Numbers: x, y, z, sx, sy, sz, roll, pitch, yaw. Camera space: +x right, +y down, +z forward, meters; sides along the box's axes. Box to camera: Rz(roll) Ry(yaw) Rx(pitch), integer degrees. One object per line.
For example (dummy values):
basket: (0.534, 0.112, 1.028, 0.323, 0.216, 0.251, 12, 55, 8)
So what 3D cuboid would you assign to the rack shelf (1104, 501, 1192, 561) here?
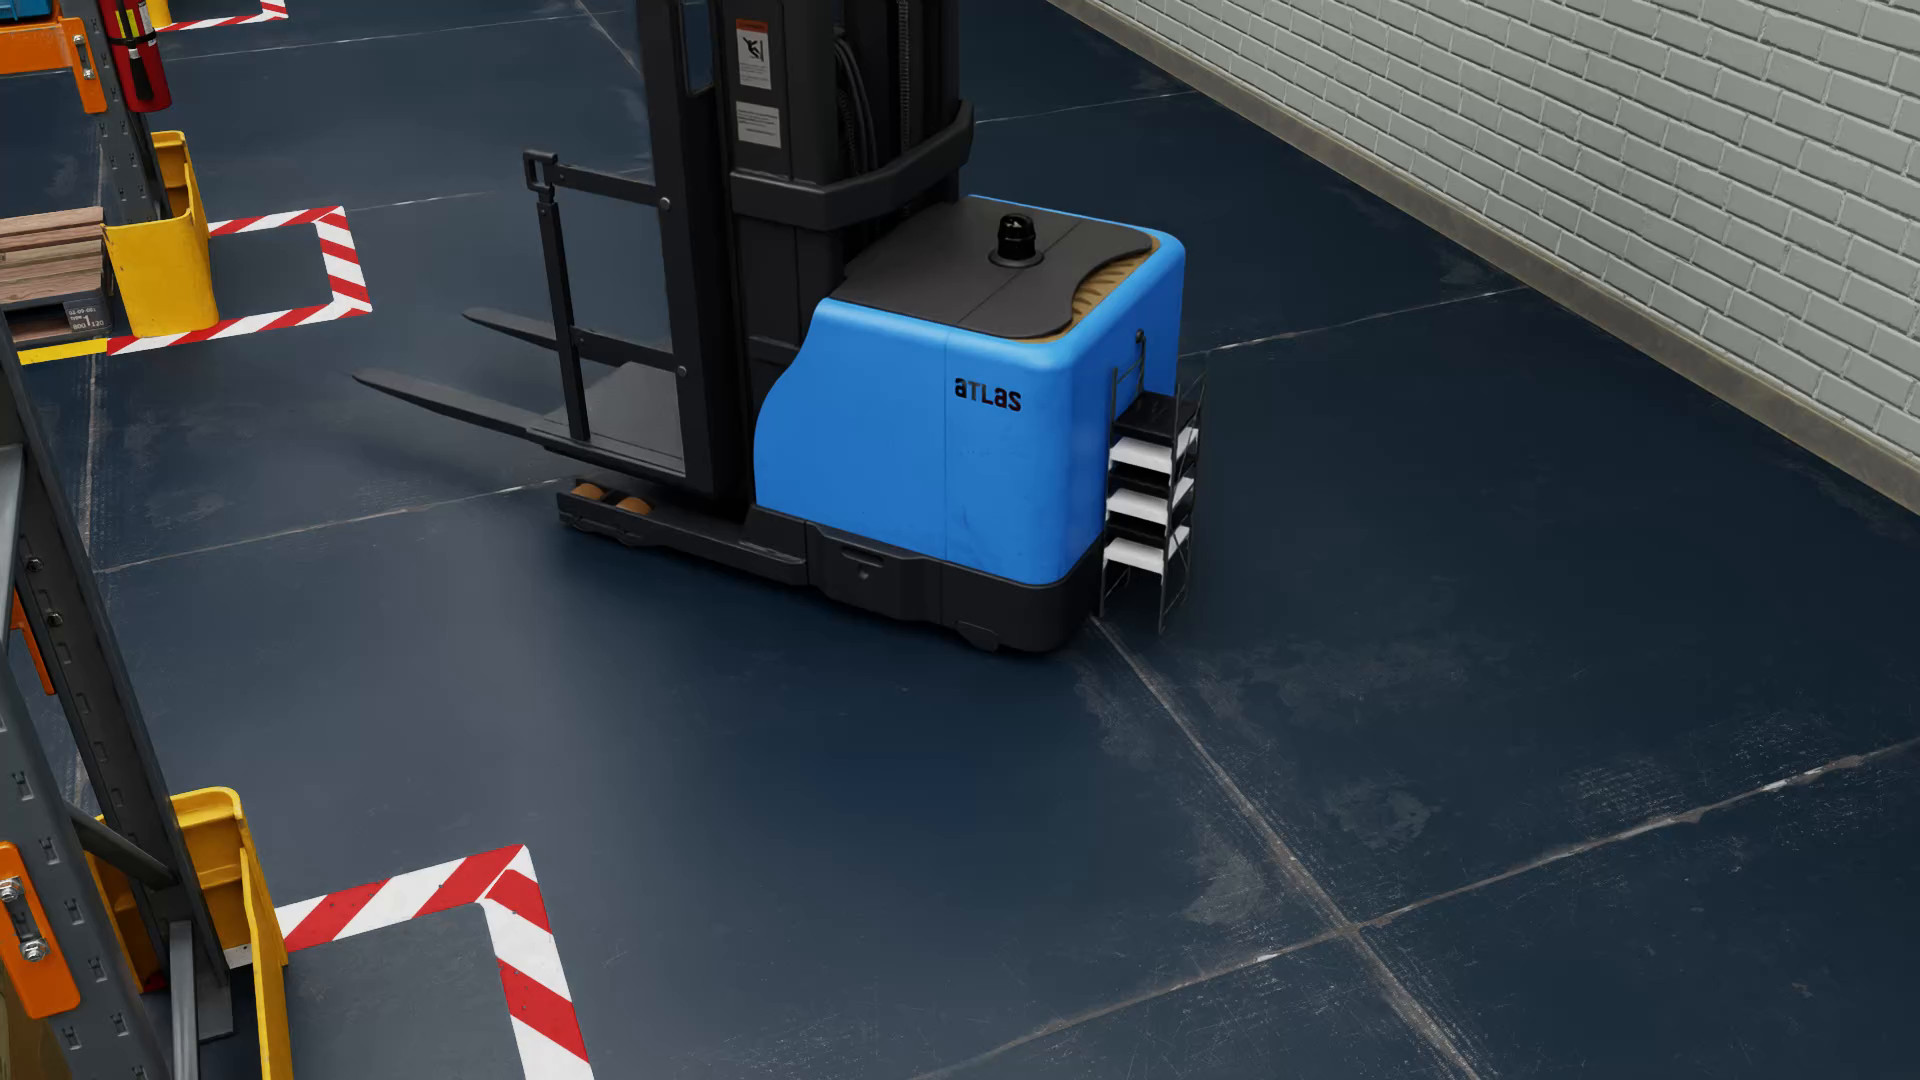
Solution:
rack shelf: (0.597, -0.052, 5.231, 0.200, 0.077, 0.258, 16, 36, 23)

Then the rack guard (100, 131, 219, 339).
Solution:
rack guard: (-3.572, -1.385, 7.420, 0.348, 0.500, 1.175, -13, 35, -19)

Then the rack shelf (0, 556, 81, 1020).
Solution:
rack shelf: (-3.516, 0.794, 2.440, 4.000, 0.370, 1.077, -13, 35, -19)

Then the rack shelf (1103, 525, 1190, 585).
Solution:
rack shelf: (0.597, 0.023, 5.280, 0.200, 0.077, 0.258, 16, 36, 23)

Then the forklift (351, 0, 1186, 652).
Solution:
forklift: (-0.816, -1.443, 5.280, 3.031, 2.935, 1.130, 16, 36, 23)

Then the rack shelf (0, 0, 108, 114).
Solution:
rack shelf: (-5.434, -1.697, 6.267, 4.000, 0.370, 1.077, -13, 35, -19)

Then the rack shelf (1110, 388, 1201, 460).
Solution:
rack shelf: (0.597, -0.354, 5.035, 0.200, 0.077, 0.258, 16, 36, 23)

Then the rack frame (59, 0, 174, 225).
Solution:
rack frame: (-3.589, -2.421, 6.720, 0.127, 3.000, 1.000, -13, 35, -19)

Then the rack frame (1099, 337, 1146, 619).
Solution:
rack frame: (0.507, -0.181, 5.204, 0.006, 0.900, 0.240, 16, 36, 23)

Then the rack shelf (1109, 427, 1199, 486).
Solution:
rack shelf: (0.597, -0.279, 5.084, 0.200, 0.077, 0.258, 16, 36, 23)

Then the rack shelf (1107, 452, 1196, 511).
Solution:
rack shelf: (0.597, -0.203, 5.133, 0.200, 0.077, 0.258, 16, 36, 23)

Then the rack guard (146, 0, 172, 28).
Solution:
rack guard: (-5.574, -3.849, 11.207, 0.348, 0.500, 1.175, -13, 35, -19)

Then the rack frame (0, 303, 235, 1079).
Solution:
rack frame: (-1.672, 0.070, 2.892, 0.127, 3.000, 1.000, -13, 35, -19)

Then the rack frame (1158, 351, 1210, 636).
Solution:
rack frame: (0.687, -0.130, 5.124, 0.006, 0.900, 0.240, 16, 36, 23)

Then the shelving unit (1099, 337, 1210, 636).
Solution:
shelving unit: (0.597, -0.156, 5.164, 0.210, 0.900, 0.258, 16, 36, 23)

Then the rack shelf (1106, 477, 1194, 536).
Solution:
rack shelf: (0.597, -0.128, 5.182, 0.200, 0.077, 0.258, 16, 36, 23)

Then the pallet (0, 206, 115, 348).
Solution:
pallet: (-4.365, -1.097, 7.243, 1.213, 0.211, 1.003, -13, 35, -19)

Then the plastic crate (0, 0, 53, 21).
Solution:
plastic crate: (-3.826, -2.296, 6.441, 0.499, 0.435, 0.616, -13, 35, -19)

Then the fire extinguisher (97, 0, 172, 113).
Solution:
fire extinguisher: (-3.274, -2.035, 6.541, 0.183, 0.674, 0.296, -13, 35, -19)

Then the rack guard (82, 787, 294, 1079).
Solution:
rack guard: (-1.650, 1.112, 3.582, 0.348, 0.500, 1.175, -13, 35, -19)

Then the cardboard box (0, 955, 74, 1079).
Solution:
cardboard box: (-2.231, 0.960, 3.088, 0.875, 0.875, 0.875, -13, 35, -19)
